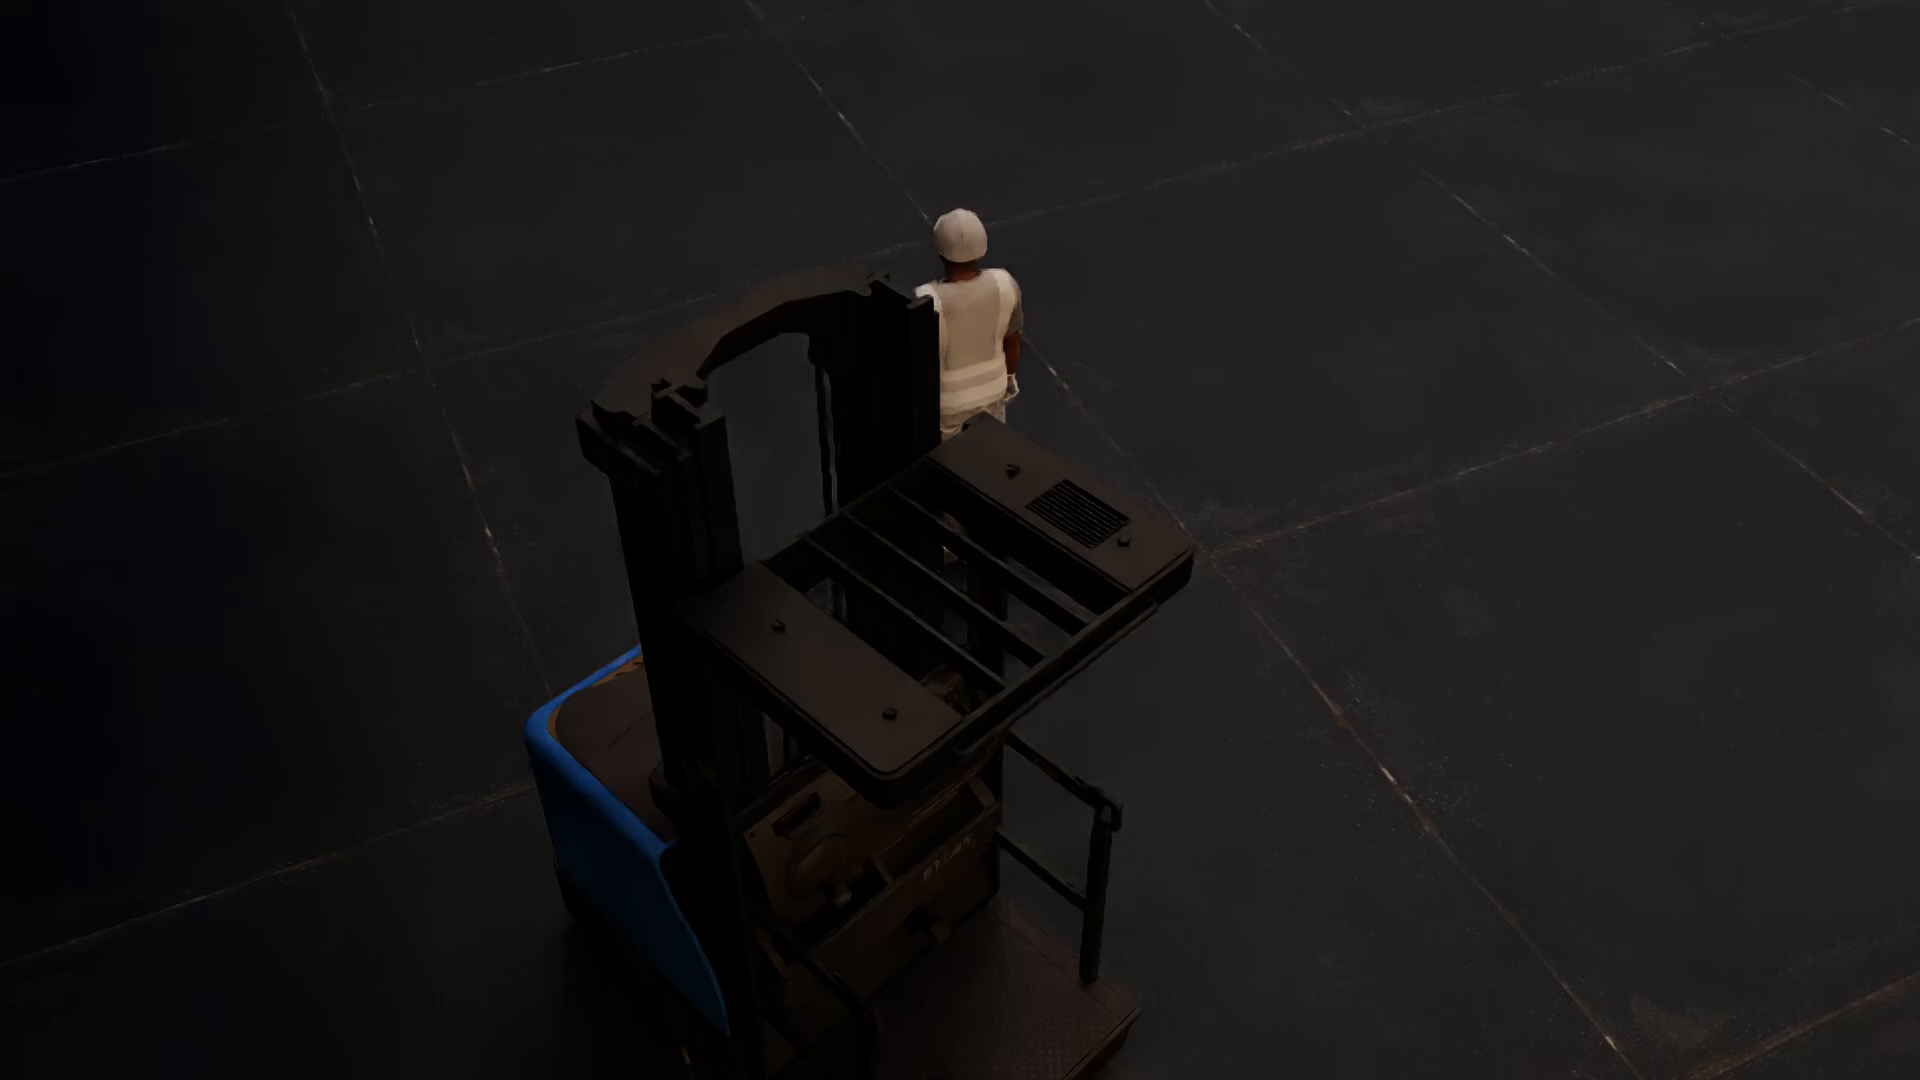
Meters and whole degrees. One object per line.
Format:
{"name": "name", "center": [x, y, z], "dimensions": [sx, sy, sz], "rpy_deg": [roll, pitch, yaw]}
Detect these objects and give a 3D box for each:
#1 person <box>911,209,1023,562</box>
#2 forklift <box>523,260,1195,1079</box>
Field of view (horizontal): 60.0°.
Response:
{"name": "person", "center": [-0.007, -0.661, 7.227], "dimensions": [0.546, 1.790, 0.365], "rpy_deg": [-18, 46, -18]}
{"name": "forklift", "center": [-0.100, 0.800, 4.822], "dimensions": [1.130, 2.935, 3.031], "rpy_deg": [-34, 53, -31]}
